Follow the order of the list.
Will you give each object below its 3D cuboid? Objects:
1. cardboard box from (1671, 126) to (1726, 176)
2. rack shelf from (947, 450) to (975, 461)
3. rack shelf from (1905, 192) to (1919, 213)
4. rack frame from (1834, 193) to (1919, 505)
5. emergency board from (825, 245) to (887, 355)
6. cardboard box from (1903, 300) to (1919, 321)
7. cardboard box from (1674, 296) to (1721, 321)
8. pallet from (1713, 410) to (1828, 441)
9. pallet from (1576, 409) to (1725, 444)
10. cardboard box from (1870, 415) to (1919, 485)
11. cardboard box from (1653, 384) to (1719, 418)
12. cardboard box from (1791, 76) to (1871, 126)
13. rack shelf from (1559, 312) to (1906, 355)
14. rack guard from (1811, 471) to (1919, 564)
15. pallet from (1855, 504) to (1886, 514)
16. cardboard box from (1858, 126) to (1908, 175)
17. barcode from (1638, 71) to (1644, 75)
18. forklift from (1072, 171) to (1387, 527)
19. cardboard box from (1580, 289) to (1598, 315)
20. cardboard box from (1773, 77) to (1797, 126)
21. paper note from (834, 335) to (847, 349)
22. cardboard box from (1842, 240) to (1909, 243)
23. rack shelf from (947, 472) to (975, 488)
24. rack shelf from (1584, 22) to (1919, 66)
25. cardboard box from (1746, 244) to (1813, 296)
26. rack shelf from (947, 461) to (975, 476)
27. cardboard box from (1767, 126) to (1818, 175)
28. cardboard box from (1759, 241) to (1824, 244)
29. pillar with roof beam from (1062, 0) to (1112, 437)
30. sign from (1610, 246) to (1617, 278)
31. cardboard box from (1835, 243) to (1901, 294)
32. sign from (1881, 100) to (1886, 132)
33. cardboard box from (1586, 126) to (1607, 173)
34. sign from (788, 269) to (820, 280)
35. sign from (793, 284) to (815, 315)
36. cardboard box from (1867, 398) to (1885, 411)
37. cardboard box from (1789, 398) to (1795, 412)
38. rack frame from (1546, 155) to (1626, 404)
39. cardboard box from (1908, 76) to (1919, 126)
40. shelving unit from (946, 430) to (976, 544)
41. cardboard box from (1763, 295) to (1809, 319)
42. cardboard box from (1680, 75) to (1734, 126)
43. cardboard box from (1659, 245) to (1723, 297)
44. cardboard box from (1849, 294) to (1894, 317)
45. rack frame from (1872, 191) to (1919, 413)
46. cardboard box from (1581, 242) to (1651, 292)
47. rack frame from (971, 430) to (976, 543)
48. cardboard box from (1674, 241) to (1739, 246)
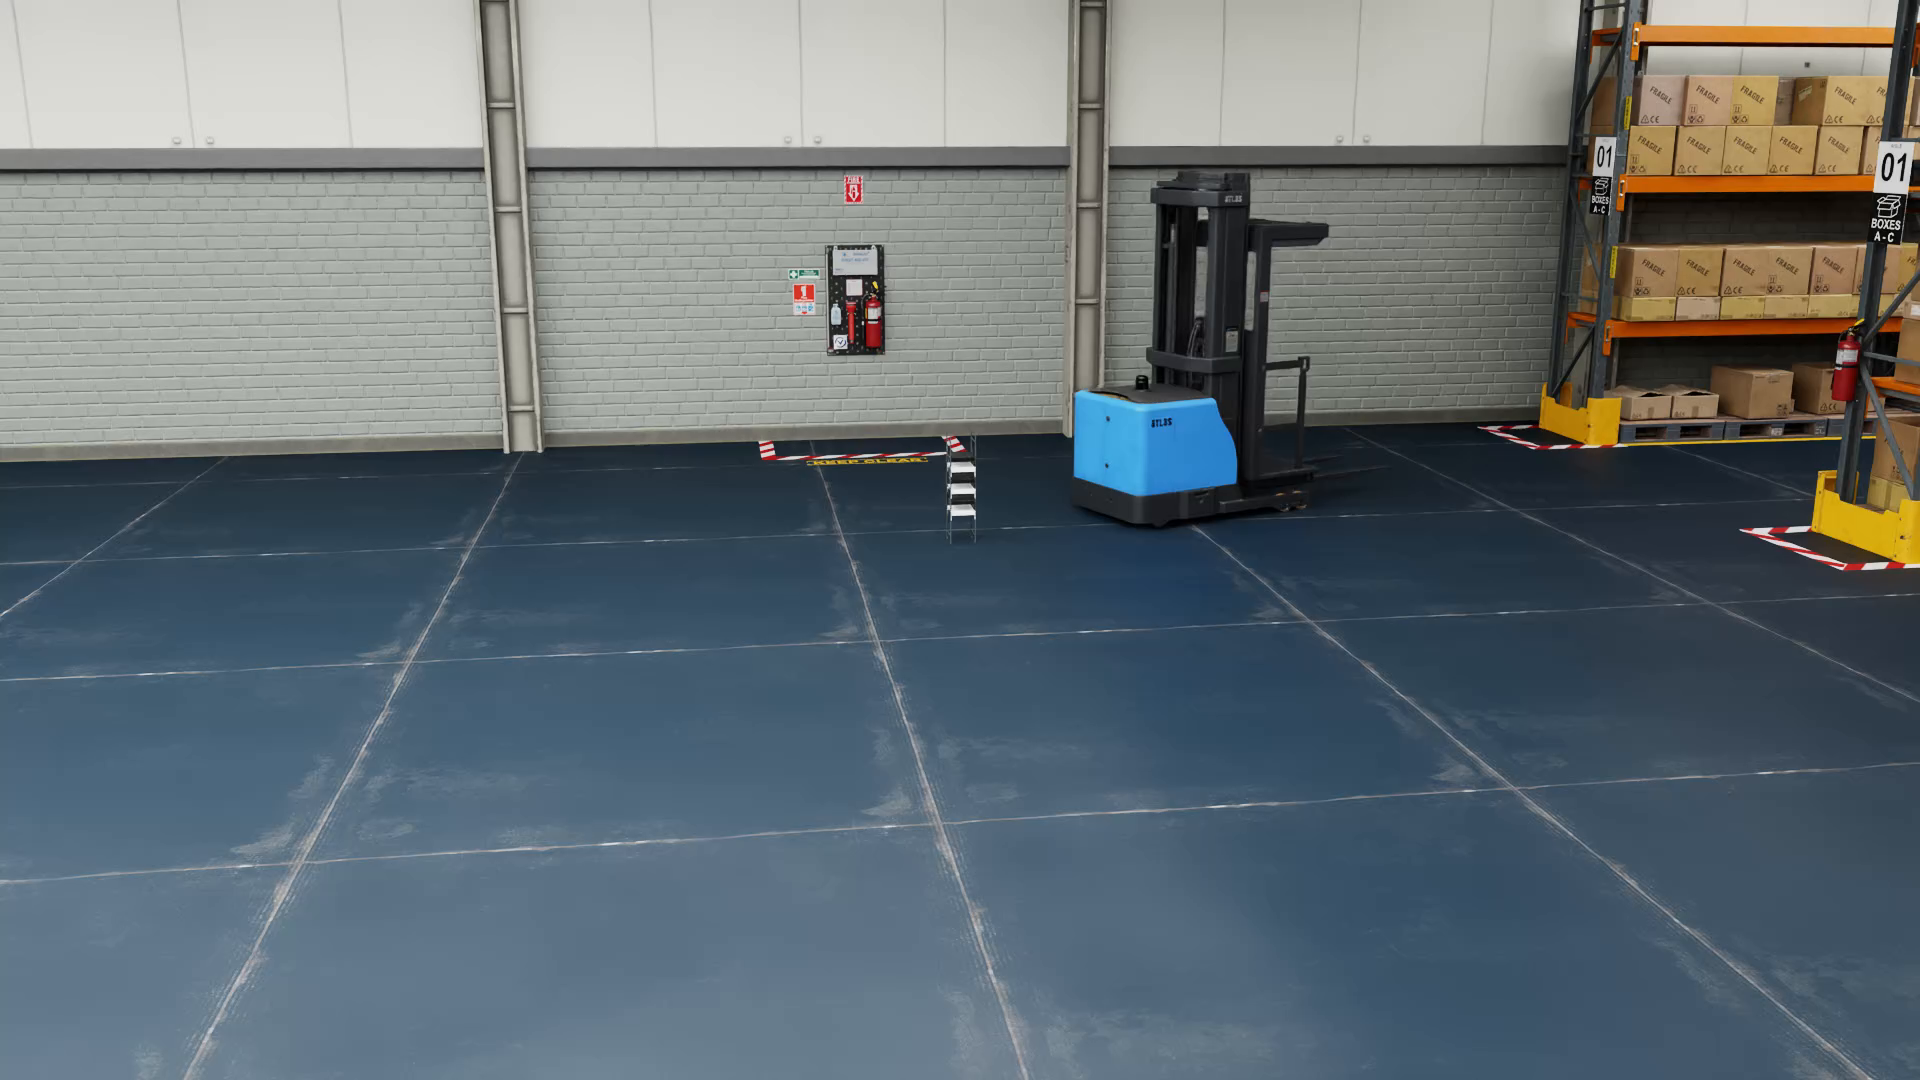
[{"bbox_3d":[7.627,-4.081,17.415,0.500,0.500,0.500,-1,14,-5],"label":"cardboard box"},{"bbox_3d":[0.008,-0.666,13.556,0.200,0.077,0.258,-2,14,-8],"label":"rack shelf"},{"bbox_3d":[9.442,-2.592,13.203,4.000,0.370,1.077,-2,14,-8],"label":"rack shelf"},{"bbox_3d":[7.464,-1.414,13.192,0.127,3.000,1.000,-2,14,-8],"label":"rack frame"},{"bbox_3d":[-1.097,-2.541,17.686,0.643,1.169,0.194,-2,14,-8],"label":"emergency board"},{"bbox_3d":[7.813,-1.836,13.339,0.250,0.149,0.380,-2,14,-9],"label":"cardboard box"},{"bbox_3d":[7.763,-2.505,17.813,0.500,0.250,0.500,-3,14,-10],"label":"cardboard box"},{"bbox_3d":[8.810,-1.320,18.549,1.213,0.211,1.003,-2,14,-8],"label":"pallet"},{"bbox_3d":[7.606,-1.276,18.376,1.213,0.211,1.003,-2,14,-8],"label":"pallet"},{"bbox_3d":[7.950,-0.738,13.747,0.500,0.500,0.500,-2,14,-8],"label":"cardboard box"},{"bbox_3d":[7.984,-1.538,18.312,0.500,0.311,0.500,-1,14,-4],"label":"cardboard box"},{"bbox_3d":[9.167,-4.621,17.512,0.500,0.500,0.500,-3,14,-10],"label":"cardboard box"},{"bbox_3d":[8.700,-2.329,18.319,4.000,0.370,1.077,-2,14,-8],"label":"rack shelf"},{"bbox_3d":[7.440,-0.200,13.492,0.348,0.500,1.175,-2,14,-8],"label":"rack guard"},{"bbox_3d":[8.214,-0.099,13.682,1.213,0.211,1.003,-2,14,-8],"label":"pallet"},{"bbox_3d":[9.713,-4.170,17.770,0.500,0.500,0.500,-3,14,-13],"label":"cardboard box"},{"bbox_3d":[7.350,-5.030,17.953,0.075,0.075,0.001,-2,14,-8],"label":"barcode"},{"bbox_3d":[2.522,-1.773,14.765,3.031,2.935,1.130,-8,16,-30],"label":"forklift"},{"bbox_3d":[7.156,-2.605,18.212,0.500,0.250,0.500,-2,14,-7],"label":"cardboard box"},{"bbox_3d":[8.637,-4.733,17.959,0.500,0.500,0.500,-2,14,-8],"label":"cardboard box"},{"bbox_3d":[-1.282,-2.124,17.834,0.142,0.148,0.016,-2,14,-8],"label":"paper note"},{"bbox_3d":[10.182,-3.084,18.578,0.500,0.500,0.500,-2,14,-10],"label":"cardboard box"},{"bbox_3d":[0.008,-0.492,13.600,0.200,0.077,0.258,-2,14,-8],"label":"rack shelf"},{"bbox_3d":[8.700,-5.237,17.590,4.000,0.370,1.077,-2,14,-8],"label":"rack shelf"},{"bbox_3d":[8.750,-2.905,17.864,0.500,0.500,0.500,-2,14,-7],"label":"cardboard box"},{"bbox_3d":[0.008,-0.579,13.578,0.200,0.077,0.258,-2,14,-8],"label":"rack shelf"},{"bbox_3d":[8.666,-4.125,17.592,0.500,0.500,0.500,-1,14,-5],"label":"cardboard box"},{"bbox_3d":[9.176,-3.049,18.440,0.500,0.500,0.500,-2,14,-7],"label":"cardboard box"},{"bbox_3d":[1.994,-4.495,13.148,0.400,9.000,9.100,-2,14,-8],"label":"pillar with roof beam"},{"bbox_3d":[6.803,-2.894,17.317,0.005,0.325,0.100,-2,14,-8],"label":"sign"},{"bbox_3d":[9.764,-2.940,18.003,0.500,0.500,0.500,-2,14,-9],"label":"cardboard box"},{"bbox_3d":[7.397,-3.391,13.251,0.005,0.325,0.100,-2,14,-8],"label":"sign"},{"bbox_3d":[7.097,-4.194,17.866,0.500,0.500,0.500,-1,14,-4],"label":"cardboard box"},{"bbox_3d":[-1.653,-2.818,17.628,0.331,0.109,0.001,-2,14,-8],"label":"sign"},{"bbox_3d":[-1.659,-2.563,17.701,0.234,0.329,0.001,-2,14,-8],"label":"sign"},{"bbox_3d":[10.153,-1.562,18.706,0.250,0.166,0.380,-4,15,-16],"label":"cardboard box"},{"bbox_3d":[9.093,-1.527,18.602,0.250,0.149,0.380,-3,14,-13],"label":"cardboard box"},{"bbox_3d":[6.722,-2.605,17.943,0.127,3.000,1.000,-2,14,-8],"label":"rack frame"},{"bbox_3d":[10.223,-4.665,17.687,0.500,0.500,0.500,-3,14,-13],"label":"cardboard box"},{"bbox_3d":[0.008,-0.437,13.614,0.210,0.900,0.258,-2,14,-8],"label":"shelving unit"},{"bbox_3d":[8.768,-2.540,17.952,0.500,0.250,0.500,-2,14,-8],"label":"cardboard box"},{"bbox_3d":[7.643,-4.565,17.288,0.500,0.500,0.500,-2,14,-9],"label":"cardboard box"},{"bbox_3d":[7.729,-2.866,17.710,0.500,0.500,0.500,-2,14,-8],"label":"cardboard box"},{"bbox_3d":[9.761,-2.581,18.113,0.500,0.250,0.500,-2,14,-8],"label":"cardboard box"},{"bbox_3d":[10.678,-2.750,18.521,0.127,3.000,1.000,-2,14,-8],"label":"rack frame"},{"bbox_3d":[7.157,-2.974,18.139,0.500,0.500,0.500,-2,14,-9],"label":"cardboard box"},{"bbox_3d":[0.109,-0.440,13.628,0.006,0.900,0.240,-2,14,-8],"label":"rack frame"},{"bbox_3d":[8.167,-3.010,18.281,0.500,0.500,0.500,-2,14,-10],"label":"cardboard box"}]
